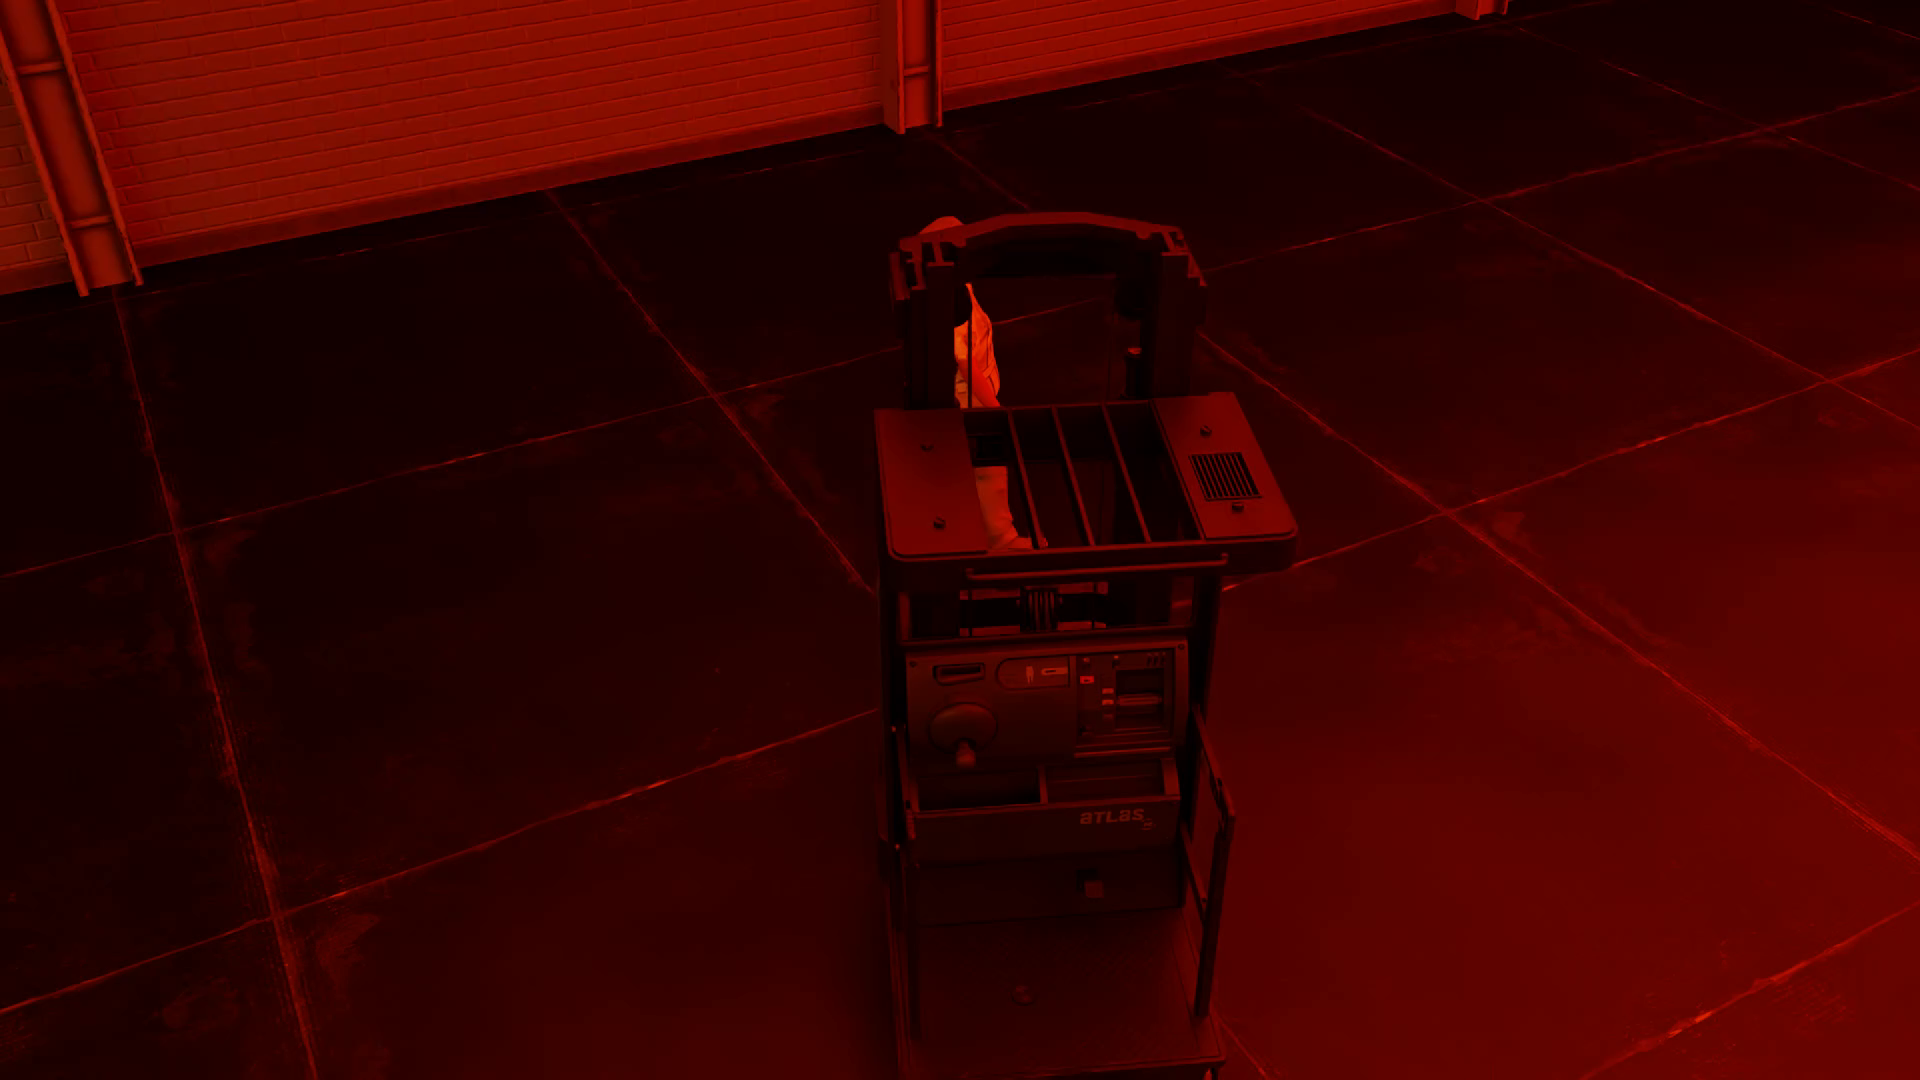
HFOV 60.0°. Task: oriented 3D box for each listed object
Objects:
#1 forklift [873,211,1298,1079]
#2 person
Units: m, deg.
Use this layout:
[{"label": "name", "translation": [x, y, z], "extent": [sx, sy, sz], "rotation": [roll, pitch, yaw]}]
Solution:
[{"label": "forklift", "translation": [0.312, 0.597, 5.279], "extent": [1.130, 2.935, 3.031], "rotation": [-3, 35, -5]}, {"label": "person", "translation": [0.074, -0.750, 8.165], "extent": [0.574, 1.781, 0.641], "rotation": [-17, 39, -23]}]
